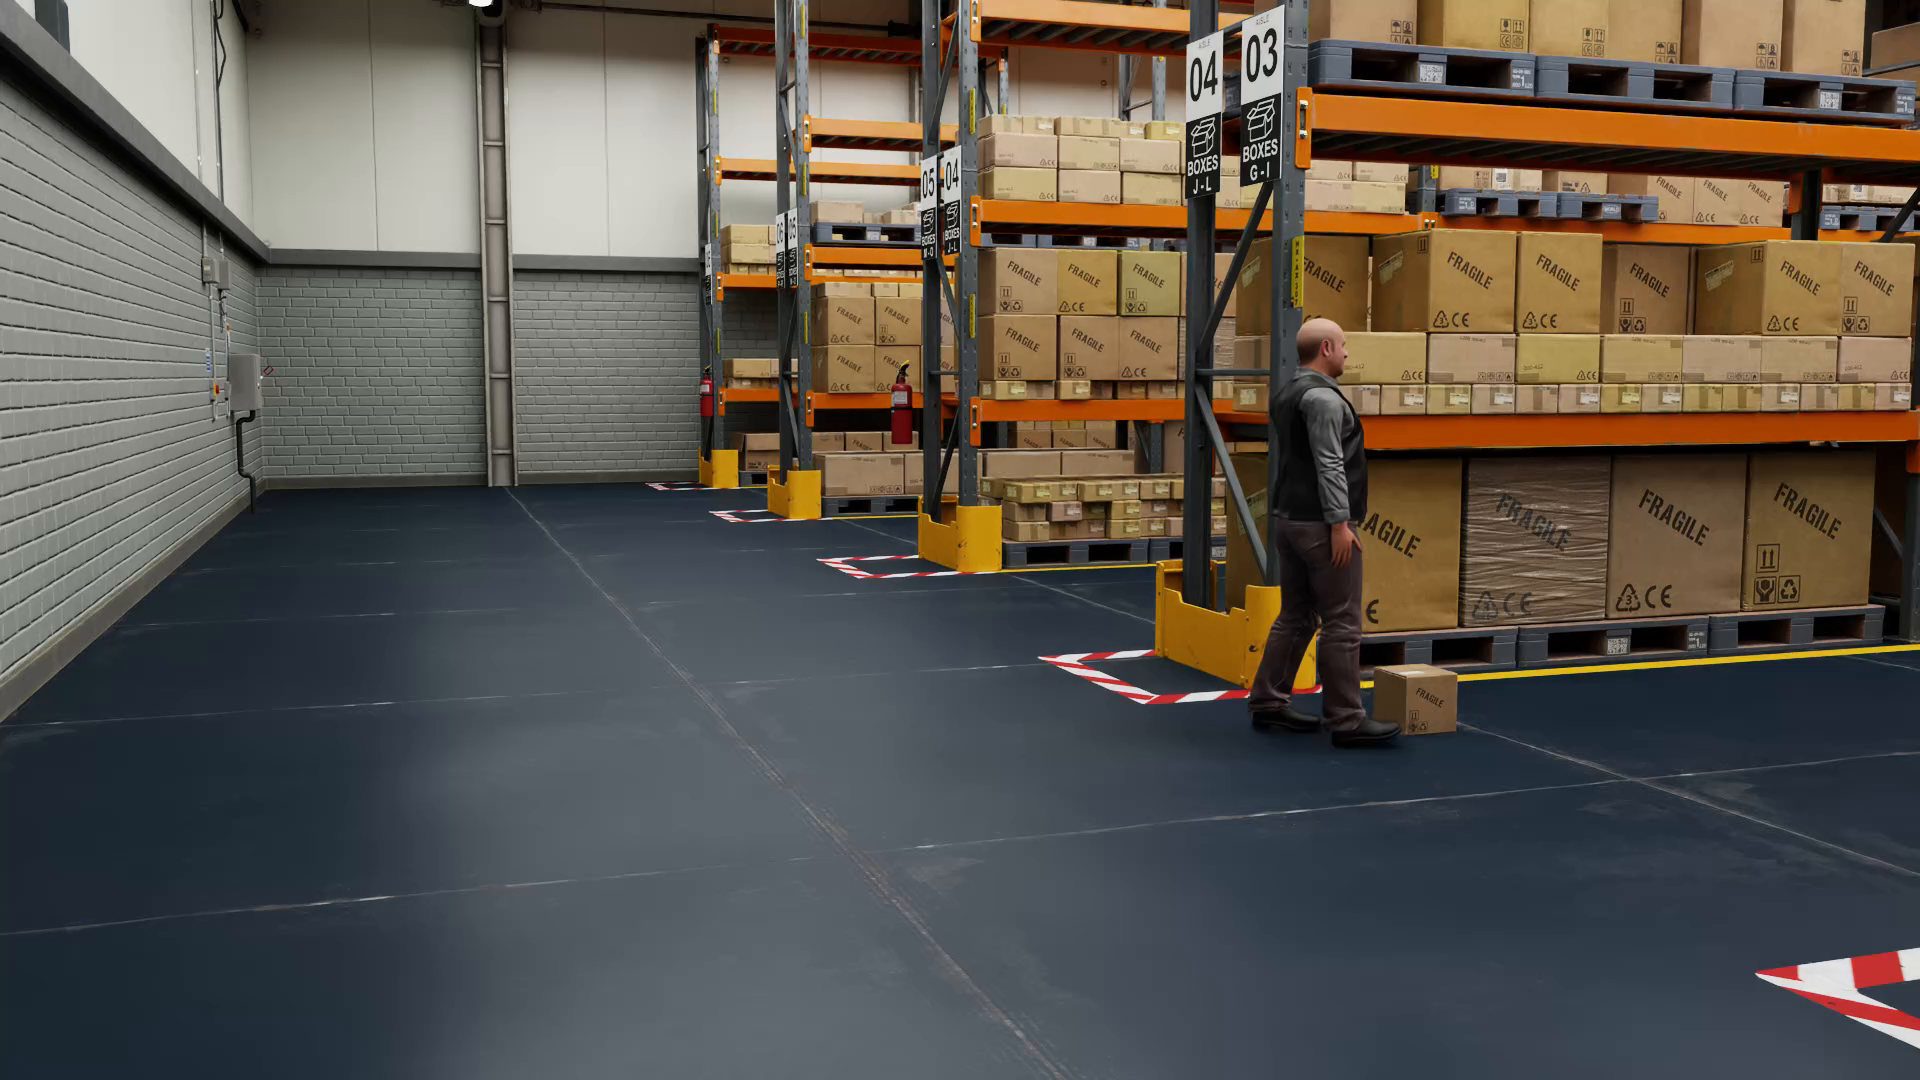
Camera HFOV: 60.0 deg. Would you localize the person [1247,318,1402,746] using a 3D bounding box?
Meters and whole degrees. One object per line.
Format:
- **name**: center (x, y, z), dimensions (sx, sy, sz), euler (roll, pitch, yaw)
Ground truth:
- **person**: center (1.510, -0.040, 6.809), dimensions (0.550, 1.725, 0.562), euler (-1, 6, -7)
